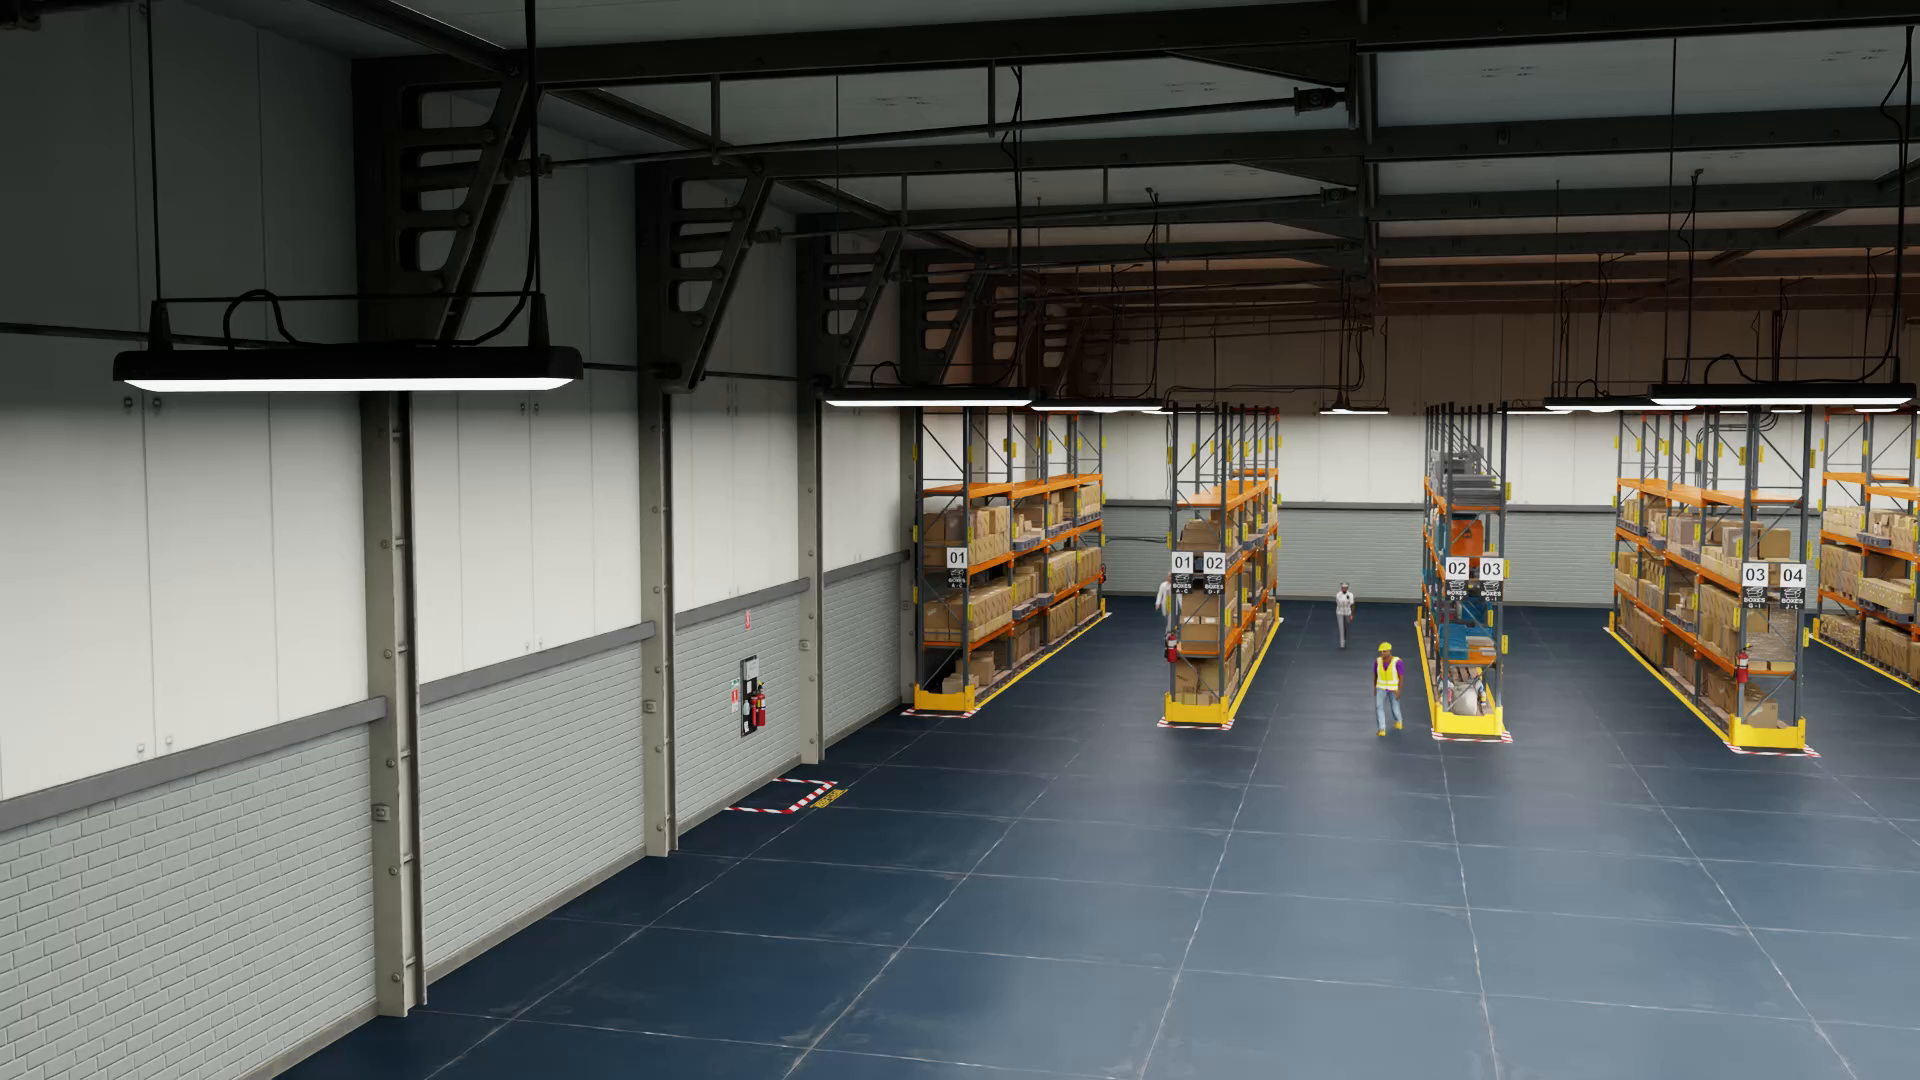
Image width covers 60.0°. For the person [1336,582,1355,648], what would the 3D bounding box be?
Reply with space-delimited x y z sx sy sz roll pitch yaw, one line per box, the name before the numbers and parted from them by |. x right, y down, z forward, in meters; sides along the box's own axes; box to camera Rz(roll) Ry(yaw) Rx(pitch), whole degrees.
person | 9.569 1.844 41.332 0.435 1.613 1.068 0 4 3

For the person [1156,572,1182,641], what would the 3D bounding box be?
person | 5.332 1.689 42.619 0.627 1.711 1.117 3 5 33

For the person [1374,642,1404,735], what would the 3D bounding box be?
person | 7.753 2.675 30.130 0.563 1.644 1.067 2 5 26
